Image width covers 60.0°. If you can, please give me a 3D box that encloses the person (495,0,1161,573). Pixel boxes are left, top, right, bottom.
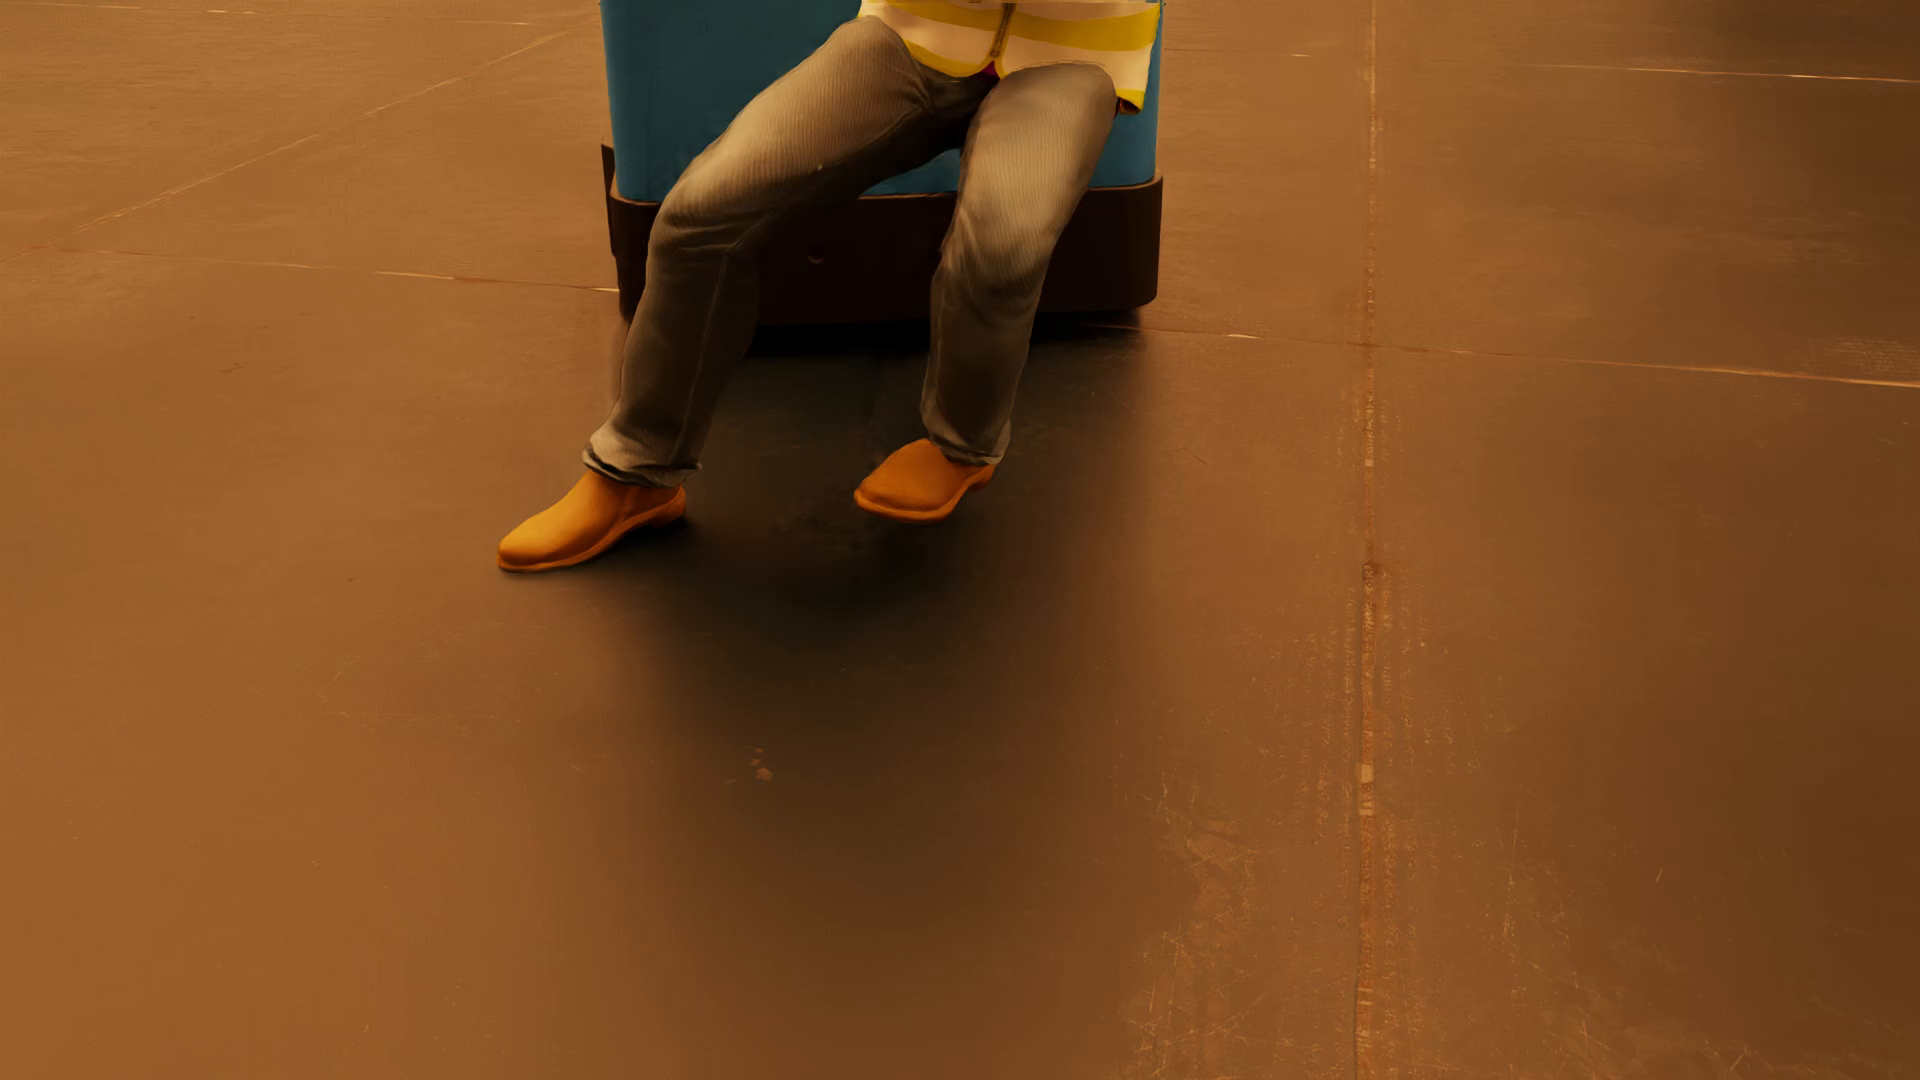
[{"bbox_3d":[0.132,-0.641,2.173,1.599,1.457,0.783,3,27,6],"label":"person"}]

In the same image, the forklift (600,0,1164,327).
[{"bbox_3d":[-0.317,-2.338,3.881,1.130,2.935,3.031,-3,27,-7],"label":"forklift"}]
